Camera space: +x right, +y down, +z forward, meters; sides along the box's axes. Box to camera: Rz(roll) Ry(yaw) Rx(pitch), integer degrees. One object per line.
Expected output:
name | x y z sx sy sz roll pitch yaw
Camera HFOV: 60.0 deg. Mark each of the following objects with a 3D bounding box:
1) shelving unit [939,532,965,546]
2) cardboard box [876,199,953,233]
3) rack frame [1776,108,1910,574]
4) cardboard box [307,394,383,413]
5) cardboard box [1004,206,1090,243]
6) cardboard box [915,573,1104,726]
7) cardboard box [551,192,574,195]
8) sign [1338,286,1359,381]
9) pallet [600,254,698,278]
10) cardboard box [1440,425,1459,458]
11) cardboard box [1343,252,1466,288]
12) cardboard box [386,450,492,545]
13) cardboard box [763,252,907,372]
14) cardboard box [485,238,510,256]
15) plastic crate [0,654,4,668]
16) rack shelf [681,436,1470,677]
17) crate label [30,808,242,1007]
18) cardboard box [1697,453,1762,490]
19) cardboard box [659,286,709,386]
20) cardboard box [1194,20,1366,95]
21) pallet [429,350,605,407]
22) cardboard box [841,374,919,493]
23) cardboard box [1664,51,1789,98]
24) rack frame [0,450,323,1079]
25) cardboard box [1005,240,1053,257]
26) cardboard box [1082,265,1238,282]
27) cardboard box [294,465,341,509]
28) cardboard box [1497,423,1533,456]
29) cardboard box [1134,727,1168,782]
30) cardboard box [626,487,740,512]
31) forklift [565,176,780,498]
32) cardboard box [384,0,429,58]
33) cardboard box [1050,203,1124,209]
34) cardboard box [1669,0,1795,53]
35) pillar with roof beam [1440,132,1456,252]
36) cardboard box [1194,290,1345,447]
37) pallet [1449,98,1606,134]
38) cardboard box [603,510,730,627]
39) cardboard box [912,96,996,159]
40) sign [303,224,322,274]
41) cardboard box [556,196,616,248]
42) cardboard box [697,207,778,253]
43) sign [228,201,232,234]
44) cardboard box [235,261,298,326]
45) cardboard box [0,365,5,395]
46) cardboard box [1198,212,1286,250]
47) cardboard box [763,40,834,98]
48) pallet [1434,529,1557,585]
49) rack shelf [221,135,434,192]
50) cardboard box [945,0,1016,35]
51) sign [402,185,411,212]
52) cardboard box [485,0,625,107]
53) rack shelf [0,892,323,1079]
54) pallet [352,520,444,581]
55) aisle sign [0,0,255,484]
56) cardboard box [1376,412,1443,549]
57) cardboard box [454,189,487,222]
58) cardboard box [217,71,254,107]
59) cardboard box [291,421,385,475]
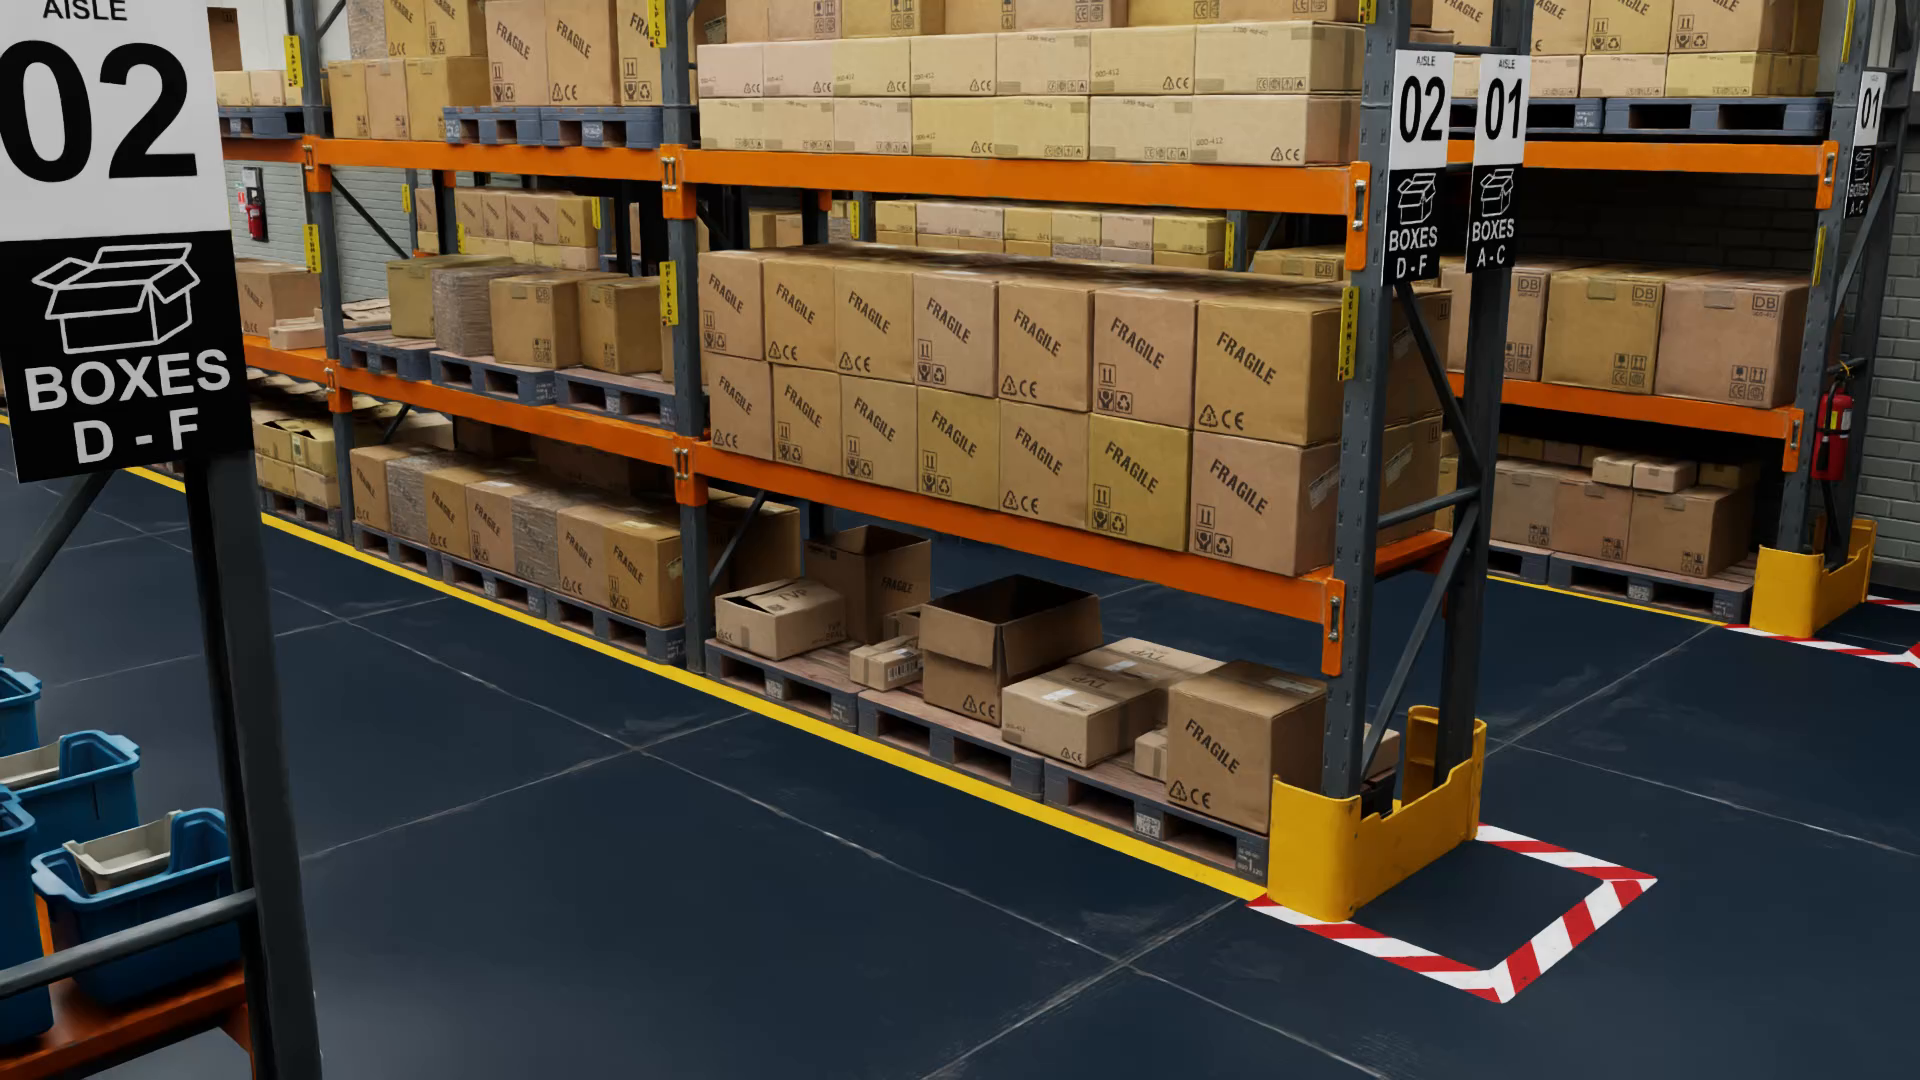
shelving unit | 0.006 -0.434 11.813 0.210 0.900 0.258 14 20 42
cardboard box | -0.390 -2.842 14.577 0.500 0.250 0.500 -14 20 -43
rack frame | 5.200 -1.009 9.854 0.127 3.000 1.000 14 20 42
cardboard box | -4.917 -0.978 13.245 0.500 0.311 0.500 13 19 41
cardboard box | 0.711 -2.578 13.564 0.500 0.250 0.500 13 20 41
cardboard box | 0.241 0.514 8.089 0.637 0.503 0.797 14 20 42
cardboard box | -4.356 -3.708 18.986 0.500 0.500 0.500 -14 20 -43
sign | 1.365 -0.725 5.842 0.005 0.325 0.100 14 20 42
pallet | -2.989 -2.856 17.324 1.213 0.211 1.003 14 20 42
cardboard box | 3.284 -0.682 11.440 0.250 0.149 0.380 13 19 41
cardboard box | 3.222 -1.627 11.633 0.700 0.700 0.980 13 19 41
cardboard box | -3.484 -0.290 11.182 0.500 0.500 0.500 13 19 40
cardboard box | -0.599 -1.117 8.090 0.500 0.500 0.500 13 19 40
cardboard box | -5.078 -3.336 19.042 0.500 0.250 0.500 14 20 43
plastic crate | -2.789 0.456 4.448 0.300 0.233 0.416 14 20 42
rack shelf | 0.325 -0.111 7.835 4.000 0.370 1.077 14 20 42
crate label | -1.625 0.739 3.362 0.303 0.233 0.416 14 20 42
cardboard box | 4.856 -0.435 10.491 0.250 0.149 0.380 14 20 43
cardboard box | -1.301 -1.184 9.496 0.500 0.500 0.700 7 16 24
cardboard box | 1.218 -1.773 6.146 0.500 0.250 0.500 14 20 42
pallet | -2.591 -1.077 10.496 1.213 0.211 1.003 14 20 42
cardboard box | -0.208 -0.542 7.864 0.500 0.500 0.500 14 20 42
cardboard box | 4.489 -2.719 9.736 0.500 0.250 0.500 -14 20 -42
rack frame | -1.676 0.790 2.953 0.127 3.000 1.000 14 20 42
cardboard box | 0.721 -2.209 13.634 0.500 0.500 0.500 -14 20 -43
cardboard box | 0.890 -0.945 7.429 0.500 0.500 0.500 14 20 43
cardboard box | -4.542 -0.429 12.252 0.500 0.250 0.500 -14 20 -43
cardboard box | 3.760 -0.701 11.511 0.250 0.149 0.380 13 20 41
cardboard box | 0.973 0.912 7.231 0.250 0.166 0.380 14 20 42
cardboard box | -1.686 -0.032 10.193 0.500 0.500 0.500 14 20 43
forklift | -2.495 -1.980 13.720 3.031 2.935 1.130 13 19 40
cardboard box | -3.317 -3.326 10.617 0.500 0.500 0.500 14 20 42
cardboard box | 1.052 -2.671 13.918 0.500 0.250 0.500 13 19 41
cardboard box | 4.484 -3.081 9.636 0.500 0.500 0.500 14 20 42
pillar with roof beam | 0.437 -3.865 8.918 0.400 9.000 9.100 14 20 42
cardboard box | 1.253 -0.669 6.370 0.500 0.500 0.500 13 20 42
pallet | 3.777 -2.759 10.798 1.213 0.211 1.003 14 20 42
cardboard box | -1.669 0.153 9.479 0.500 0.500 0.500 14 20 42
cardboard box | 0.142 -1.795 7.220 0.500 0.250 0.500 14 20 42
sign | -4.377 -1.968 11.239 0.005 0.325 0.100 14 20 42
cardboard box | -3.993 -3.435 17.938 0.500 0.500 0.500 14 20 42
cardboard box | -2.202 -3.066 16.680 0.700 0.500 0.500 -11 18 -37
sign | -6.504 -2.831 14.710 0.005 0.325 0.100 14 20 42
cardboard box | -5.592 -1.940 13.231 0.500 0.500 0.500 14 20 42
cardboard box | -9.522 -1.647 16.926 0.500 0.250 0.500 14 20 42
cardboard box | 2.171 -2.401 12.884 0.500 0.250 0.500 -14 20 -42
cardboard box | -0.576 -2.212 7.831 0.500 0.250 0.500 14 20 42
pallet | 3.696 0.001 11.508 1.213 0.211 1.003 14 20 42
rack shelf | -5.434 -2.962 12.830 4.000 0.370 1.077 14 20 42
cardboard box | 0.353 -2.455 7.275 0.500 0.500 0.700 14 20 42
sign | -6.694 -4.129 20.114 0.005 0.325 0.100 14 20 42
cardboard box | -2.388 -2.895 9.915 0.600 0.600 0.600 13 19 40
rack shelf | -3.116 0.788 4.387 4.000 0.370 1.077 14 20 42
pallet | -3.483 -0.022 11.598 1.213 0.211 1.003 14 20 42
aisle sign | -1.418 -0.510 2.784 0.004 0.787 0.394 14 20 42
cardboard box | 1.628 -0.283 6.870 0.500 0.500 0.500 -14 20 -43
cardboard box | -5.834 -3.882 19.654 0.500 0.500 0.500 14 20 42
cardboard box | -5.154 -3.351 12.359 0.500 0.250 0.500 13 20 41
cardboard box | -4.542 -0.700 12.178 0.500 0.311 0.500 -14 20 -43
